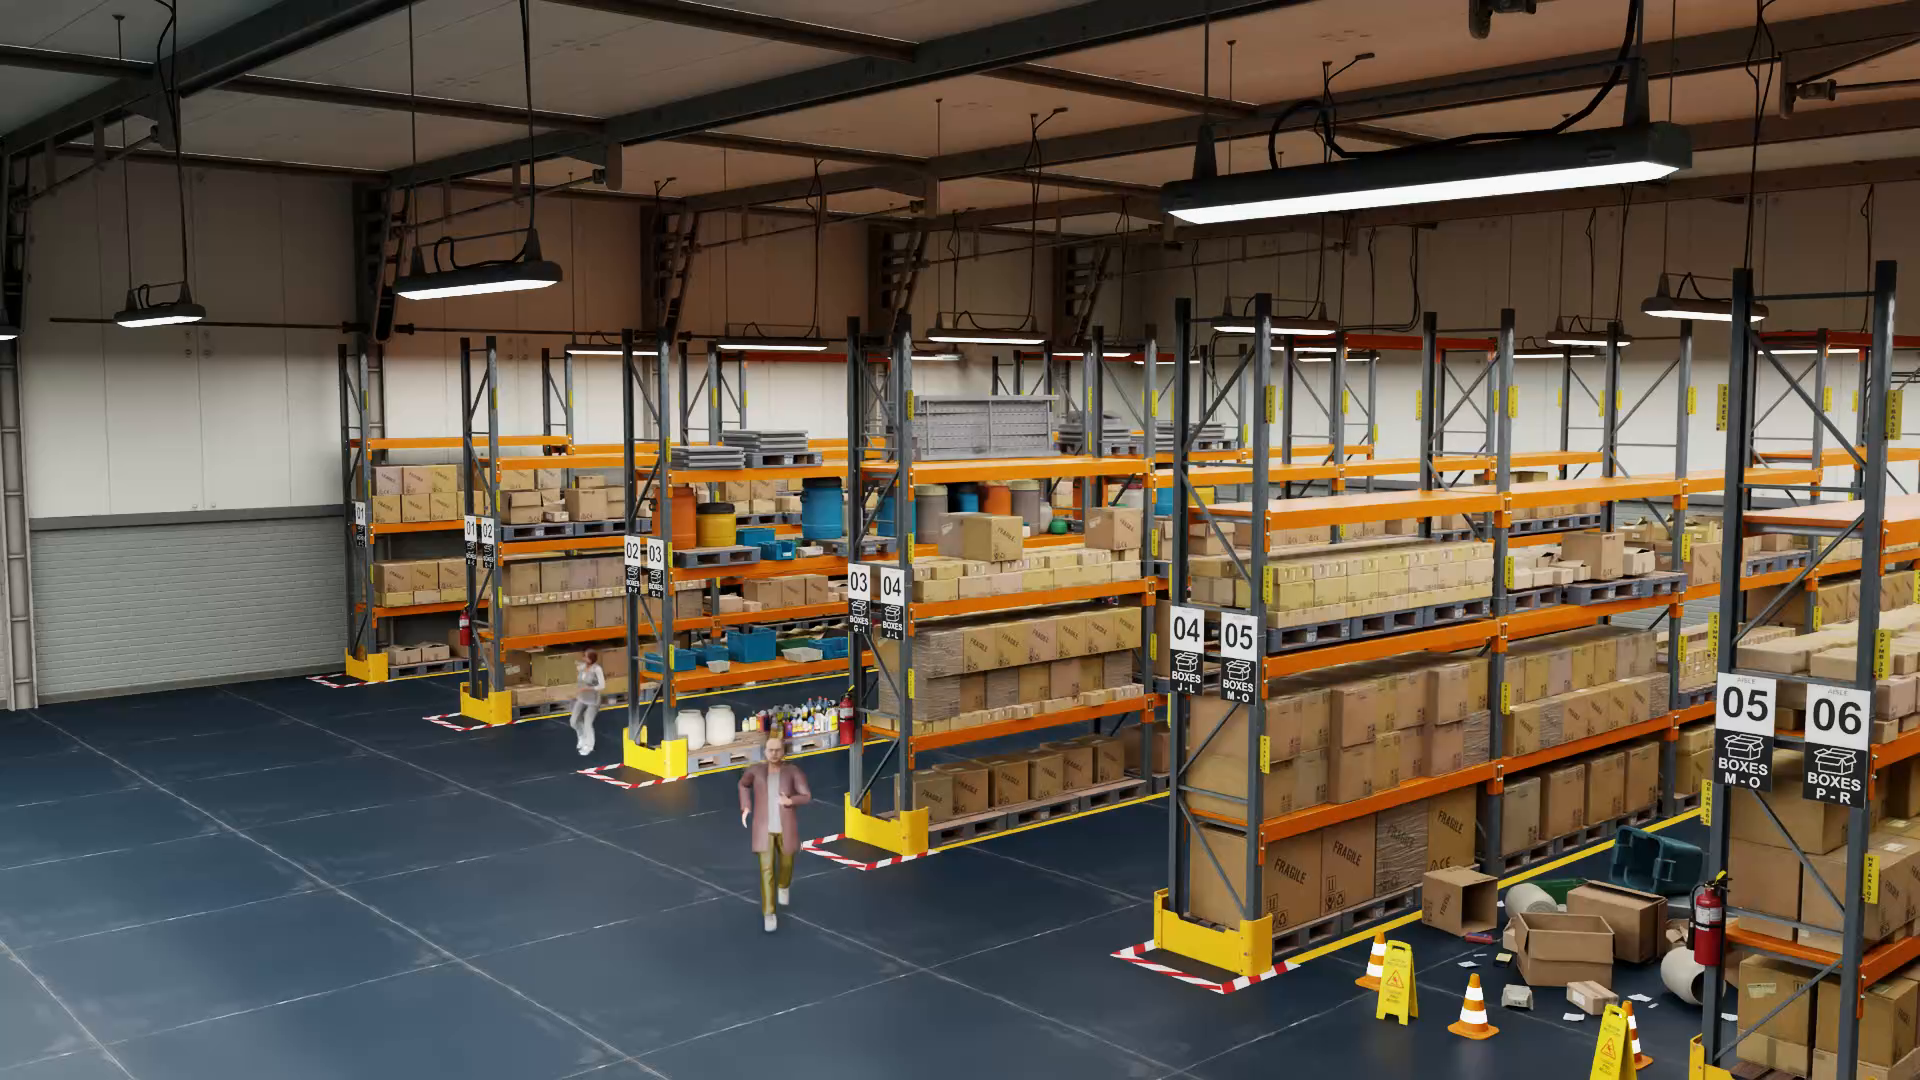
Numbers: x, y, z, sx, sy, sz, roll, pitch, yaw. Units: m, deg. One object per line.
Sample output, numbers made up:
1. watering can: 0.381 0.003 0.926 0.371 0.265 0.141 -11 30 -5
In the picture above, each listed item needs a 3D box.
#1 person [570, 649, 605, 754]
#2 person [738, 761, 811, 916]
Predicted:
1. person: -5.246 2.291 23.540 0.545 1.543 0.549 2 6 22
2. person: -1.812 2.863 16.259 0.704 1.478 0.845 -1 5 -8
